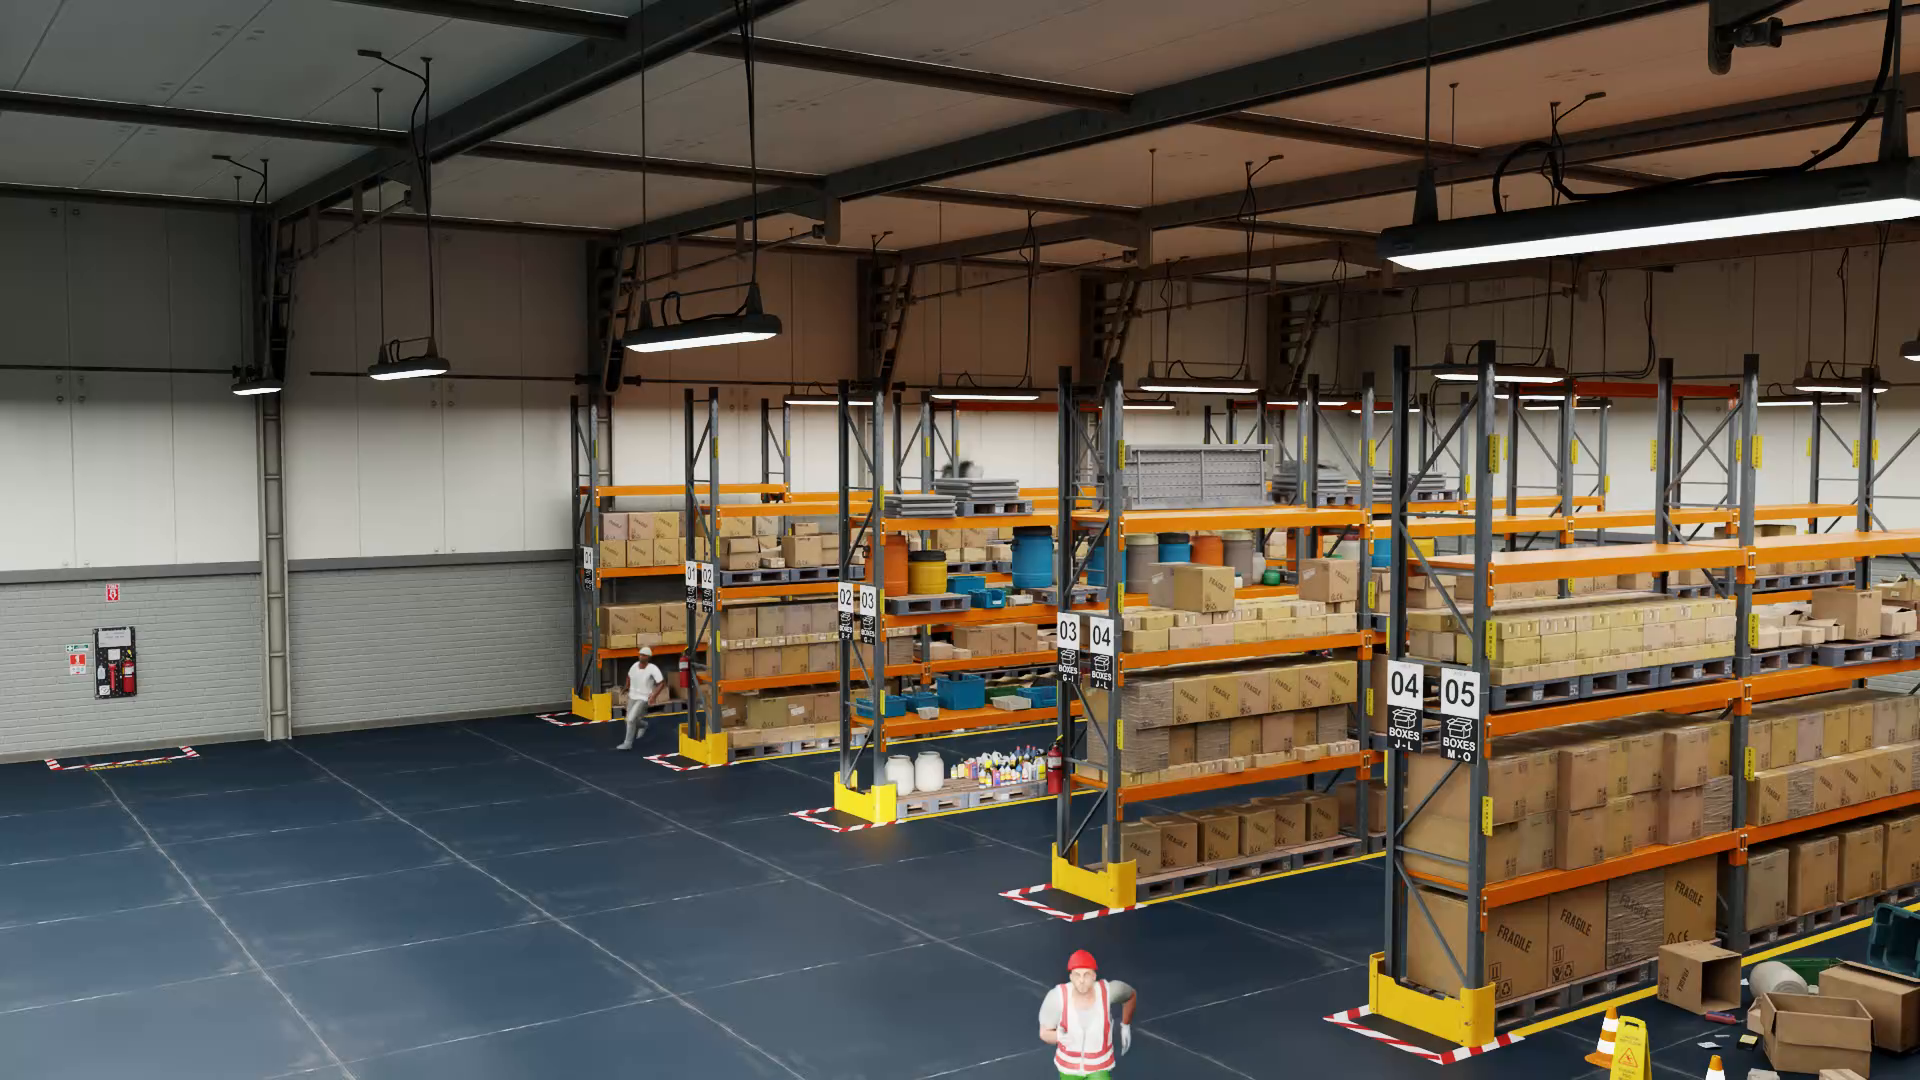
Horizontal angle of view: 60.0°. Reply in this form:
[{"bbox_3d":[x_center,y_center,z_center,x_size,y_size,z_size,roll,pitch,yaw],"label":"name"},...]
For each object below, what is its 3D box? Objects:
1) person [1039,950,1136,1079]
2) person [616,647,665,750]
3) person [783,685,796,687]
[{"bbox_3d":[0.846,3.590,11.278,0.606,1.716,0.828,1,4,11],"label":"person"},{"bbox_3d":[-5.325,2.642,27.814,0.749,1.702,0.782,2,4,29],"label":"person"},{"bbox_3d":[-3.015,2.505,29.620,0.868,1.768,0.681,-3,4,-39],"label":"person"}]
